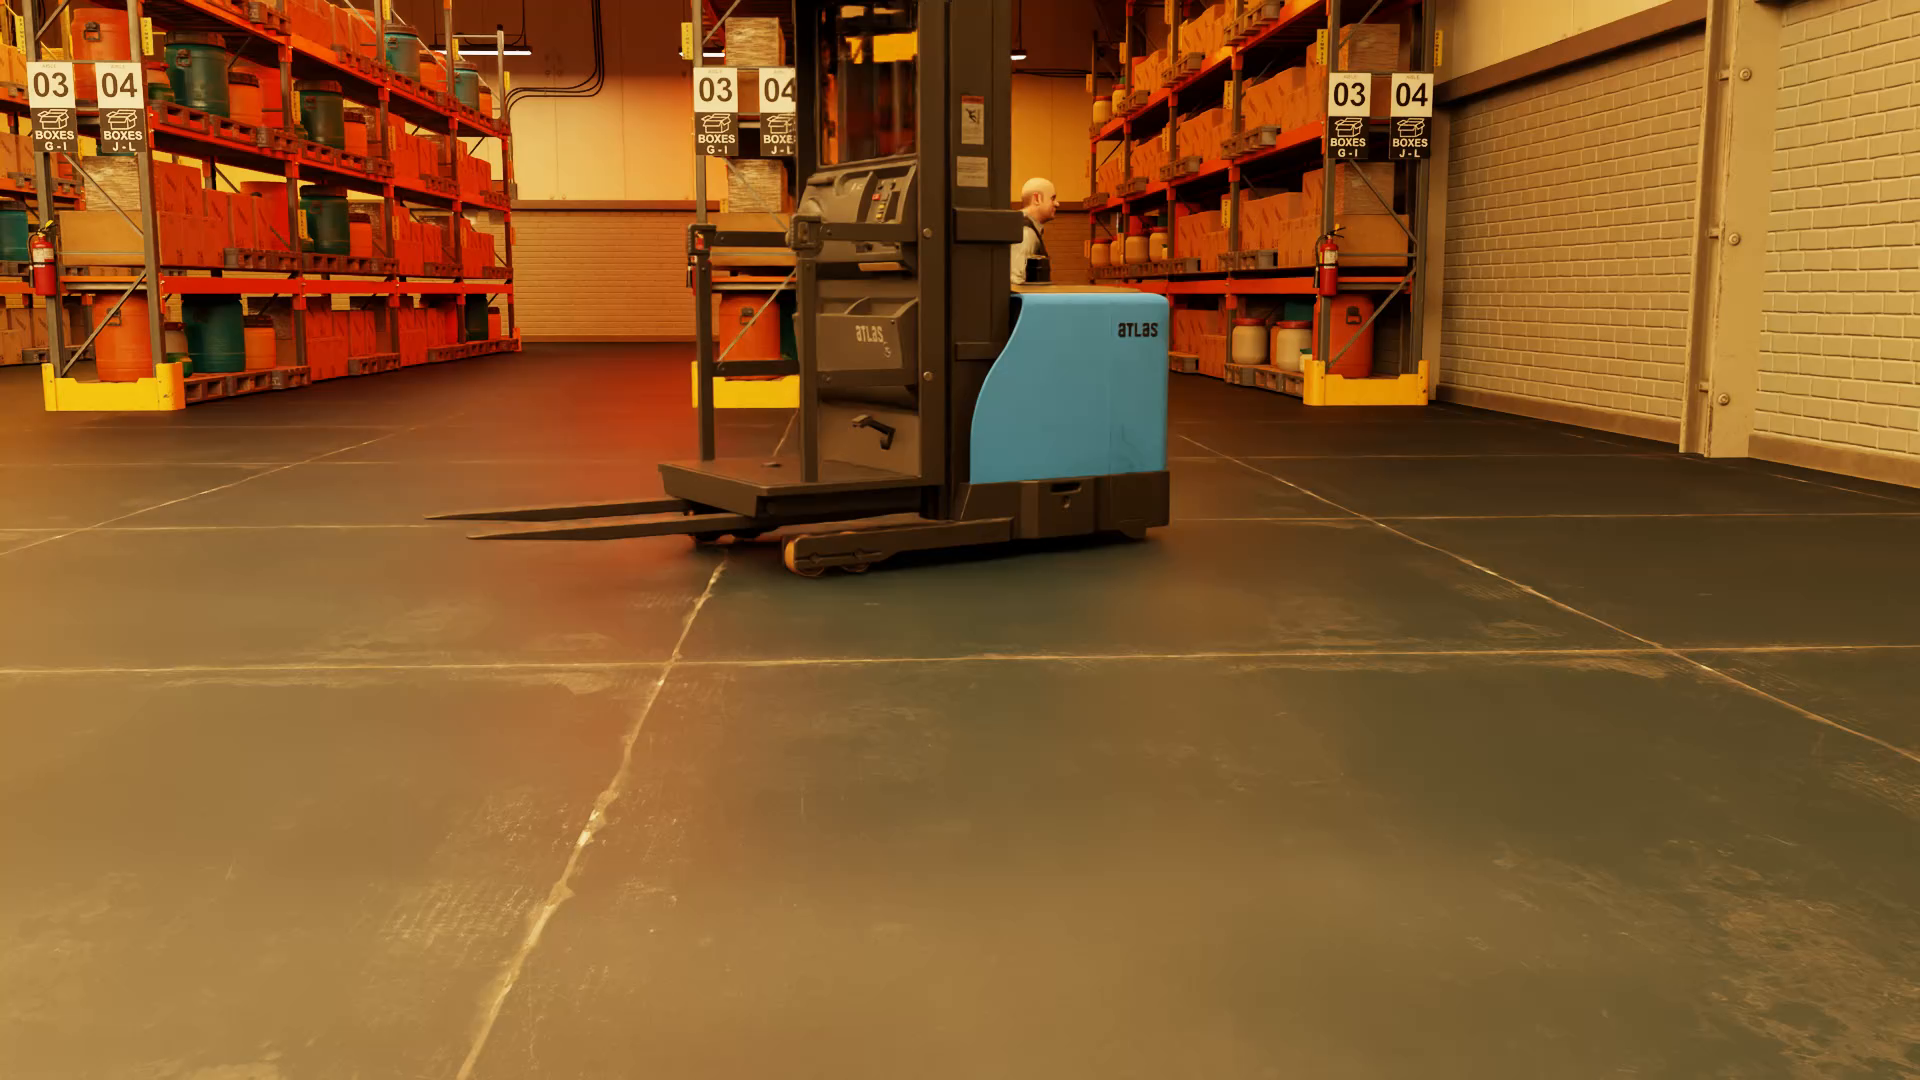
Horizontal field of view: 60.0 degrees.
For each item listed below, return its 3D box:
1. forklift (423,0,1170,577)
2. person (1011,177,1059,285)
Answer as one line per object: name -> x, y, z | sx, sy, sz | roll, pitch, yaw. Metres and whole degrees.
forklift -> -0.606, -1.395, 6.728 | 3.031, 2.935, 1.130 | -5, 10, -31
person -> 0.361, -1.191, 9.483 | 0.421, 1.720, 0.589 | 1, 8, 5
